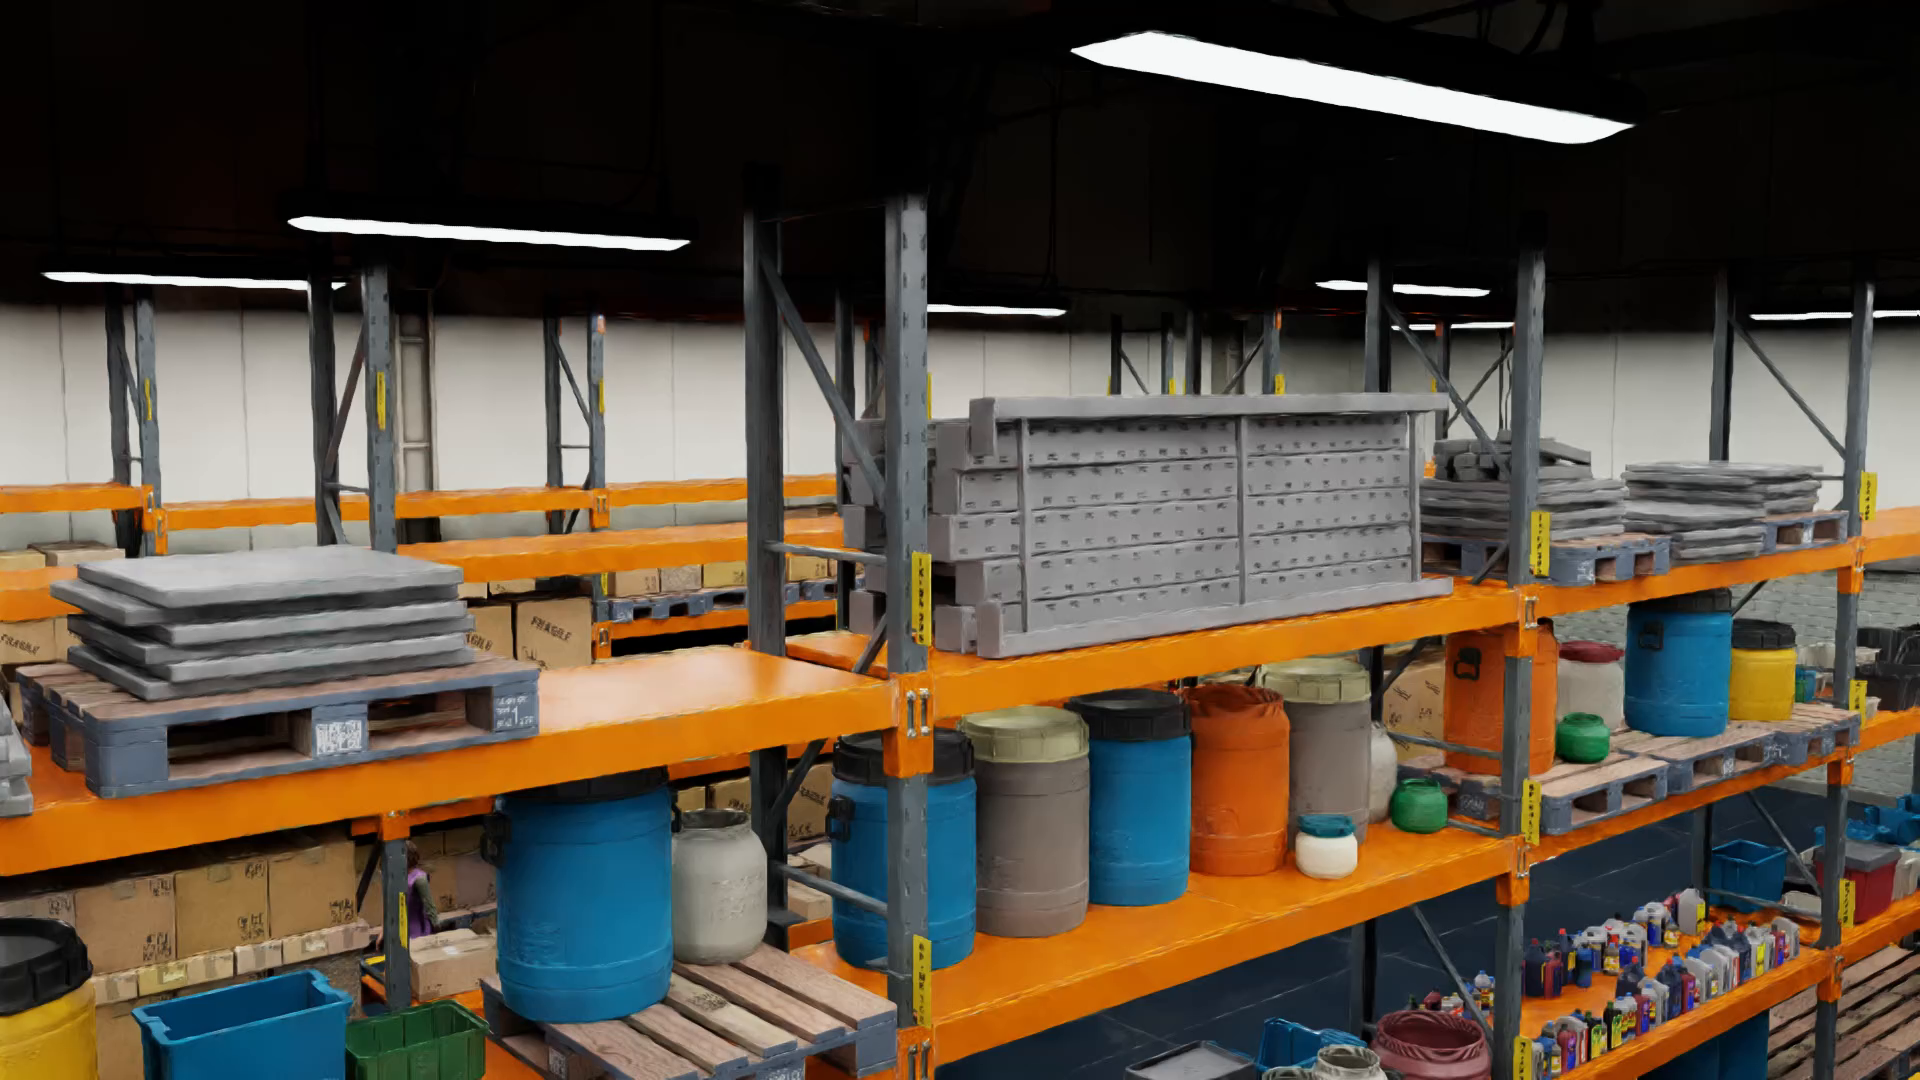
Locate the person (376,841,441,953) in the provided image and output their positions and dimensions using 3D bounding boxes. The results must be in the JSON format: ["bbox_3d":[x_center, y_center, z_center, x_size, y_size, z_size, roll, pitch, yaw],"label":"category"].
[{"bbox_3d":[-4.333,3.123,13.178,0.409,1.533,0.957,5,7,41],"label":"person"}]
